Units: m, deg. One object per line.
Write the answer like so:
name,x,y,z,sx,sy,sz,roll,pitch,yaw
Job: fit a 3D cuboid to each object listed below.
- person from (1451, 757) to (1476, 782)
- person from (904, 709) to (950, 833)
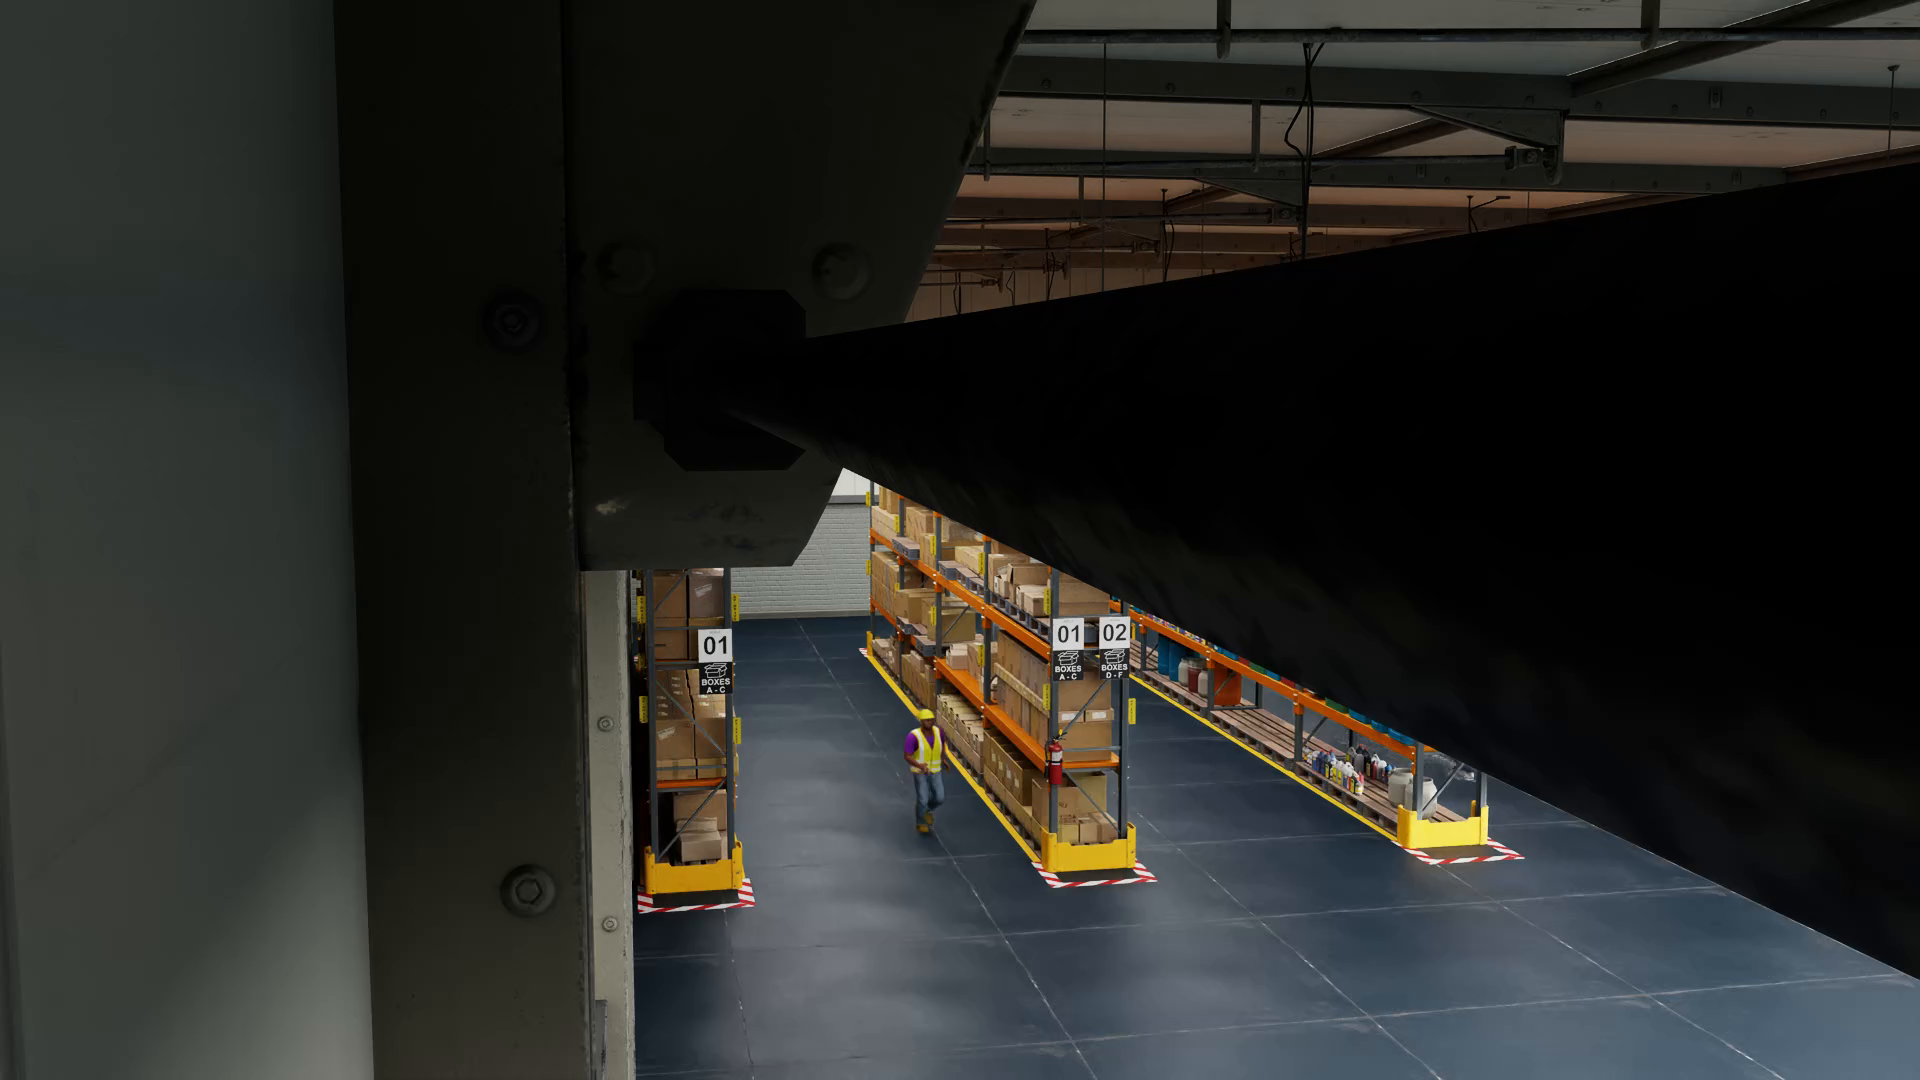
person,7.852,2.907,25.580,0.493,1.543,0.539,-3,7,-28
person,-0.420,3.129,22.468,0.688,1.714,0.639,-3,7,-26
